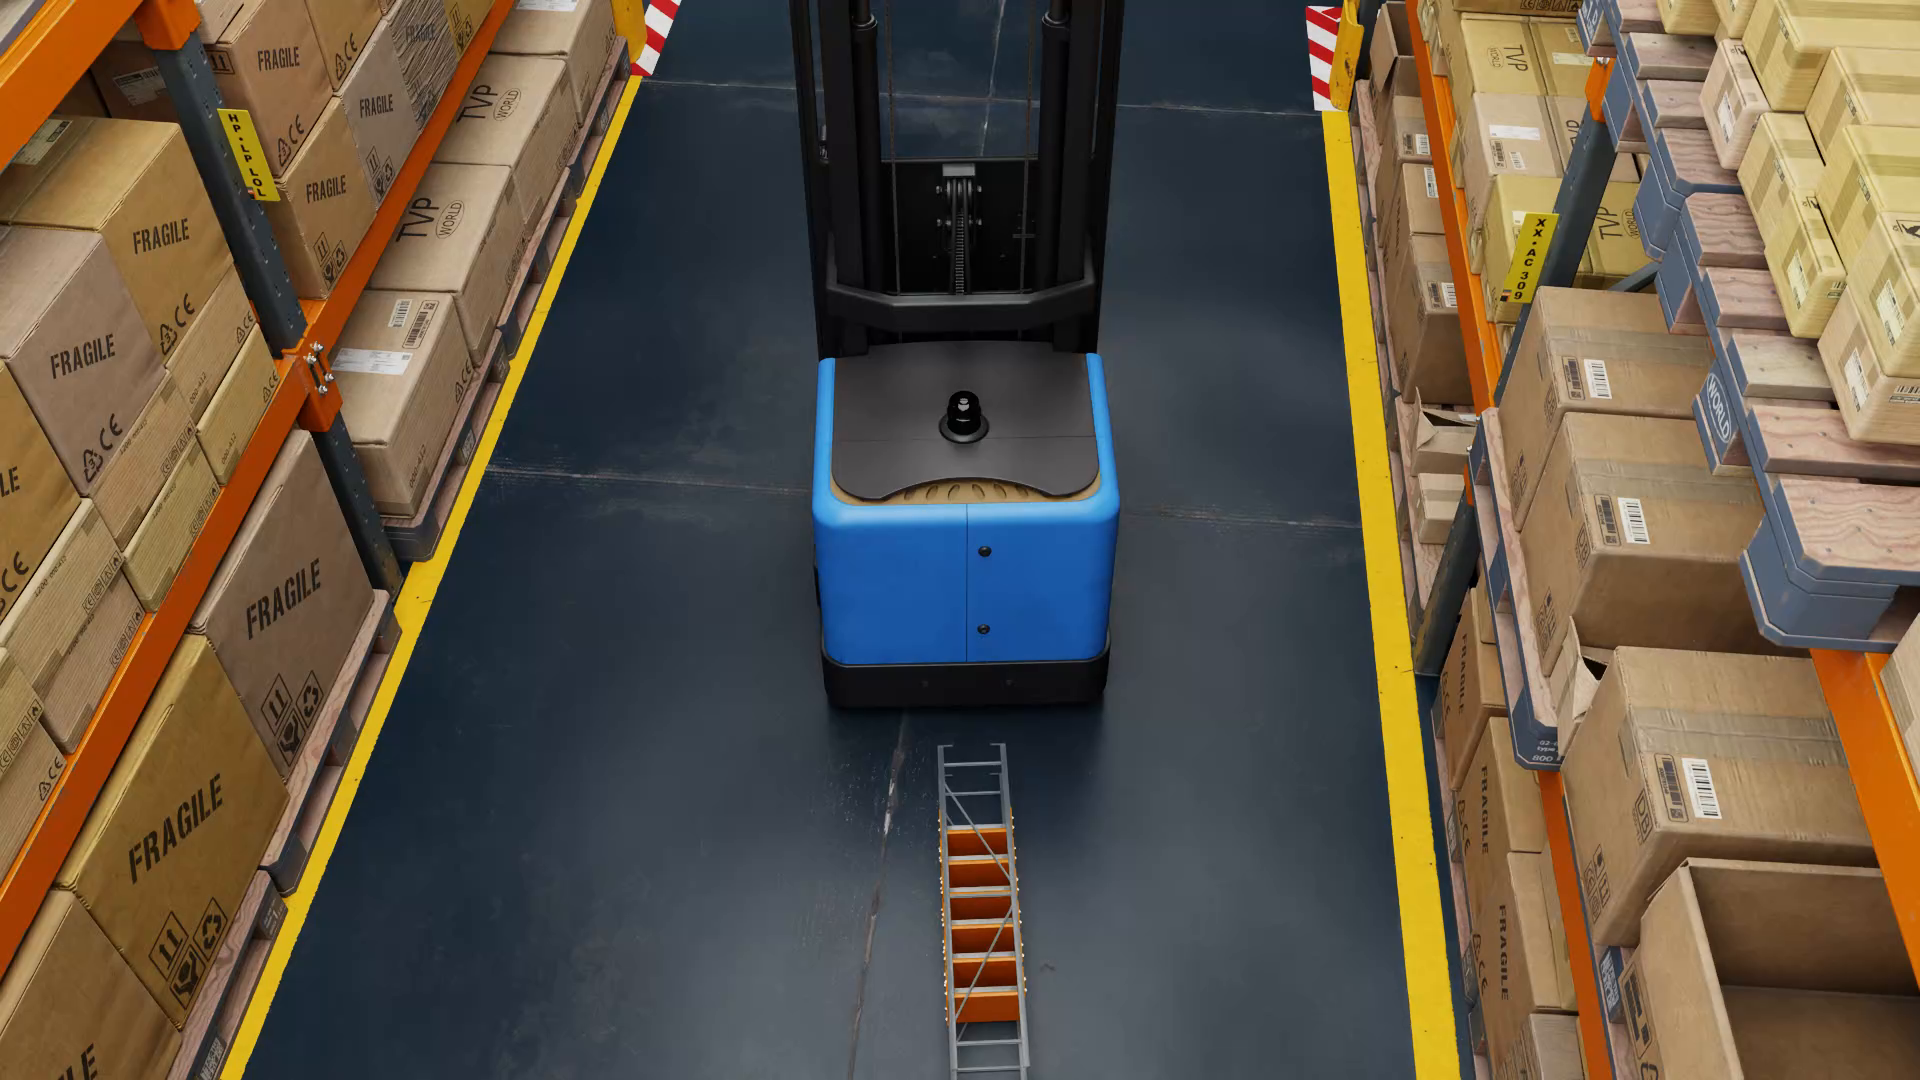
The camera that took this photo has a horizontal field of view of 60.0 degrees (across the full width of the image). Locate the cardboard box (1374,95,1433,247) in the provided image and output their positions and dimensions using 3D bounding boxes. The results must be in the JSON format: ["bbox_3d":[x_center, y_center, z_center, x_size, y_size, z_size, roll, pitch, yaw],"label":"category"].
[{"bbox_3d":[2.323,-1.678,7.687,0.700,0.500,0.500,6,48,5],"label":"cardboard box"}]

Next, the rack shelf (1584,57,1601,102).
[{"bbox_3d":[2.408,-2.748,5.711,1.077,0.370,4.000,4,48,4],"label":"rack shelf"}]

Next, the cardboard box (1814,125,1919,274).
[{"bbox_3d":[1.713,-0.571,2.849,0.380,0.149,0.250,4,48,4],"label":"cardboard box"}]

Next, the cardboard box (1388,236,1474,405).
[{"bbox_3d":[2.229,-0.915,6.989,0.700,0.500,0.500,2,48,2],"label":"cardboard box"}]

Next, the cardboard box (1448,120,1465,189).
[{"bbox_3d":[2.051,-1.441,6.231,0.380,0.149,0.250,3,48,3],"label":"cardboard box"}]

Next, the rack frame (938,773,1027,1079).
[{"bbox_3d":[0.067,1.287,5.592,0.240,0.006,1.200,-2,48,-2],"label":"rack frame"}]

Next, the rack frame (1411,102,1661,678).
[{"bbox_3d":[2.226,-0.509,5.208,1.000,3.000,0.127,4,48,4],"label":"rack frame"}]

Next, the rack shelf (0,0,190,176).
[{"bbox_3d":[-2.900,-0.140,3.326,1.077,0.370,4.000,4,48,4],"label":"rack shelf"}]

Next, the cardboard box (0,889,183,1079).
[{"bbox_3d":[-2.851,1.518,4.510,0.875,0.875,0.875,4,48,4],"label":"cardboard box"}]

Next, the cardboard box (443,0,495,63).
[{"bbox_3d":[-2.265,-2.314,6.792,0.500,0.500,0.500,5,48,5],"label":"cardboard box"}]

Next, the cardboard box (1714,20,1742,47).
[{"bbox_3d":[1.819,-1.038,3.478,0.380,0.149,0.250,4,48,4],"label":"cardboard box"}]

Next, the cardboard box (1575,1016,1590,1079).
[{"bbox_3d":[1.876,1.384,4.447,0.380,0.149,0.250,4,48,4],"label":"cardboard box"}]

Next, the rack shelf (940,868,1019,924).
[{"bbox_3d":[0.065,1.192,5.554,0.258,0.180,0.103,-2,48,-2],"label":"rack shelf"}]

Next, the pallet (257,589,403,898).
[{"bbox_3d":[-2.713,0.673,6.017,1.003,0.211,1.213,4,48,4],"label":"pallet"}]

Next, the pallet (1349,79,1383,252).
[{"bbox_3d":[2.512,-1.865,8.339,1.003,0.211,1.213,4,48,4],"label":"pallet"}]

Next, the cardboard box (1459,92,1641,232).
[{"bbox_3d":[2.060,-1.318,5.849,0.500,0.250,0.500,4,48,4],"label":"cardboard box"}]

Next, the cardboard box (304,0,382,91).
[{"bbox_3d":[-2.381,-1.915,5.750,0.500,0.500,0.500,3,48,3],"label":"cardboard box"}]

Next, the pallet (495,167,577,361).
[{"bbox_3d":[-2.462,-1.351,7.869,1.003,0.211,1.213,4,48,4],"label":"pallet"}]

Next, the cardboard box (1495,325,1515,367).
[{"bbox_3d":[2.003,-0.675,5.531,0.380,0.149,0.250,4,48,4],"label":"cardboard box"}]

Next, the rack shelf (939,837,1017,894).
[{"bbox_3d":[0.060,1.104,5.635,0.258,0.180,0.103,-2,48,-2],"label":"rack shelf"}]

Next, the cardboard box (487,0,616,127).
[{"bbox_3d":[-2.314,-2.564,8.540,0.875,0.438,0.875,2,48,2],"label":"cardboard box"}]

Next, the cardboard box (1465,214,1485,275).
[{"bbox_3d":[2.005,-1.061,5.883,0.380,0.149,0.250,5,48,5],"label":"cardboard box"}]

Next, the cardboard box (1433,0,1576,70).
[{"bbox_3d":[2.167,-2.062,6.529,0.500,0.250,0.500,3,48,3],"label":"cardboard box"}]

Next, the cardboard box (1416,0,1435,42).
[{"bbox_3d":[2.120,-2.197,6.923,0.380,0.149,0.250,3,48,2],"label":"cardboard box"}]

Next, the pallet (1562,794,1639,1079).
[{"bbox_3d":[2.034,1.066,3.898,1.003,0.211,1.213,4,48,4],"label":"pallet"}]

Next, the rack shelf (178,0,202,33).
[{"bbox_3d":[-2.535,-3.079,6.014,1.077,0.370,4.000,4,48,4],"label":"rack shelf"}]

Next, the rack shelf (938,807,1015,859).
[{"bbox_3d":[0.054,1.015,5.716,0.258,0.180,0.103,-2,48,-2],"label":"rack shelf"}]

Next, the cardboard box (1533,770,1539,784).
[{"bbox_3d":[1.968,0.618,5.148,0.380,0.149,0.250,2,48,2],"label":"cardboard box"}]

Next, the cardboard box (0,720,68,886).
[{"bbox_3d":[-2.663,0.681,4.222,0.500,0.250,0.500,4,48,4],"label":"cardboard box"}]

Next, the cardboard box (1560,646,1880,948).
[{"bbox_3d":[1.840,0.614,3.830,0.700,0.500,0.500,4,48,3],"label":"cardboard box"}]

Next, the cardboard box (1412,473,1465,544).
[{"bbox_3d":[1.984,-0.117,6.498,0.380,0.149,0.250,3,48,2],"label":"cardboard box"}]

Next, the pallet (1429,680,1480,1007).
[{"bbox_3d":[2.189,1.033,5.688,1.003,0.211,1.213,4,48,4],"label":"pallet"}]

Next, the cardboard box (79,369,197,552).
[{"bbox_3d":[-2.554,-0.250,4.734,0.500,0.250,0.500,5,48,4],"label":"cardboard box"}]

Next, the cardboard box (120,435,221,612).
[{"bbox_3d":[-2.555,-0.068,4.907,0.500,0.250,0.500,3,48,3],"label":"cardboard box"}]

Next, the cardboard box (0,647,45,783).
[{"bbox_3d":[-2.625,0.509,4.041,0.500,0.250,0.500,5,48,4],"label":"cardboard box"}]

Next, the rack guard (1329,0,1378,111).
[{"bbox_3d":[2.583,-2.549,8.768,1.175,0.500,0.348,4,48,4],"label":"rack guard"}]

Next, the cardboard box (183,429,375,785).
[{"bbox_3d":[-2.695,0.197,5.719,0.875,0.875,0.875,5,48,5],"label":"cardboard box"}]

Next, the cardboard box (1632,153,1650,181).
[{"bbox_3d":[2.578,-1.273,5.808,0.500,0.250,0.500,3,48,3],"label":"cardboard box"}]

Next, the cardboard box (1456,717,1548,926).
[{"bbox_3d":[1.919,0.925,5.306,0.500,0.500,0.500,3,48,3],"label":"cardboard box"}]

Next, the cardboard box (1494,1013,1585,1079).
[{"bbox_3d":[1.815,1.673,4.623,0.500,0.500,0.500,2,48,2],"label":"cardboard box"}]

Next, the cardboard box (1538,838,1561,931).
[{"bbox_3d":[1.896,1.002,4.797,0.380,0.149,0.250,4,48,3],"label":"cardboard box"}]

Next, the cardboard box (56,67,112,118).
[{"bbox_3d":[-2.950,-1.576,5.439,0.500,0.500,0.500,4,48,3],"label":"cardboard box"}]

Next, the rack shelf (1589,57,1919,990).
[{"bbox_3d":[2.043,0.191,3.023,1.077,0.370,4.000,4,48,4],"label":"rack shelf"}]

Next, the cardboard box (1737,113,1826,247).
[{"bbox_3d":[1.712,-0.668,3.139,0.380,0.149,0.250,3,48,3],"label":"cardboard box"}]

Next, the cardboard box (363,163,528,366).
[{"bbox_3d":[-2.473,-1.229,7.319,0.875,0.438,0.875,3,48,2],"label":"cardboard box"}]

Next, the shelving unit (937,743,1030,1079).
[{"bbox_3d":[0.067,1.225,5.524,0.258,0.189,1.200,-2,48,-2],"label":"shelving unit"}]

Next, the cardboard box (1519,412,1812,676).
[{"bbox_3d":[1.912,0.037,4.357,0.700,0.500,0.500,4,48,4],"label":"cardboard box"}]

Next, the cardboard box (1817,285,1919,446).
[{"bbox_3d":[1.688,-0.288,2.791,0.380,0.149,0.250,5,48,4],"label":"cardboard box"}]

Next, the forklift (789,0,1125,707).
[{"bbox_3d":[-0.017,-1.450,6.116,1.130,2.935,3.031,-1,48,-1],"label":"forklift"}]

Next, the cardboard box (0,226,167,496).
[{"bbox_3d":[-2.548,-0.485,4.441,0.500,0.500,0.500,5,48,4],"label":"cardboard box"}]

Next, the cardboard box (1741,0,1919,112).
[{"bbox_3d":[1.746,-0.947,3.193,0.380,0.149,0.250,3,48,3],"label":"cardboard box"}]

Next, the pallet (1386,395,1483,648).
[{"bbox_3d":[2.289,-0.072,6.699,1.003,0.211,1.213,4,48,4],"label":"pallet"}]

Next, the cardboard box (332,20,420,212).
[{"bbox_3d":[-2.364,-1.570,6.112,0.500,0.500,0.500,4,48,4],"label":"cardboard box"}]

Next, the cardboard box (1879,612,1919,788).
[{"bbox_3d":[1.757,0.338,2.503,0.500,0.250,0.500,4,48,4],"label":"cardboard box"}]

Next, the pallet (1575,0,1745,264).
[{"bbox_3d":[2.096,-0.983,3.737,1.213,0.211,1.003,4,48,4],"label":"pallet"}]

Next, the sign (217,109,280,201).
[{"bbox_3d":[-2.176,-1.174,5.086,0.100,0.325,0.005,4,48,4],"label":"sign"}]

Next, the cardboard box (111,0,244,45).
[{"bbox_3d":[-2.430,-1.644,5.062,0.380,0.149,0.250,3,48,3],"label":"cardboard box"}]

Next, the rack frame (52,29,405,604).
[{"bbox_3d":[-2.718,-0.840,5.511,1.000,3.000,0.127,4,48,4],"label":"rack frame"}]
